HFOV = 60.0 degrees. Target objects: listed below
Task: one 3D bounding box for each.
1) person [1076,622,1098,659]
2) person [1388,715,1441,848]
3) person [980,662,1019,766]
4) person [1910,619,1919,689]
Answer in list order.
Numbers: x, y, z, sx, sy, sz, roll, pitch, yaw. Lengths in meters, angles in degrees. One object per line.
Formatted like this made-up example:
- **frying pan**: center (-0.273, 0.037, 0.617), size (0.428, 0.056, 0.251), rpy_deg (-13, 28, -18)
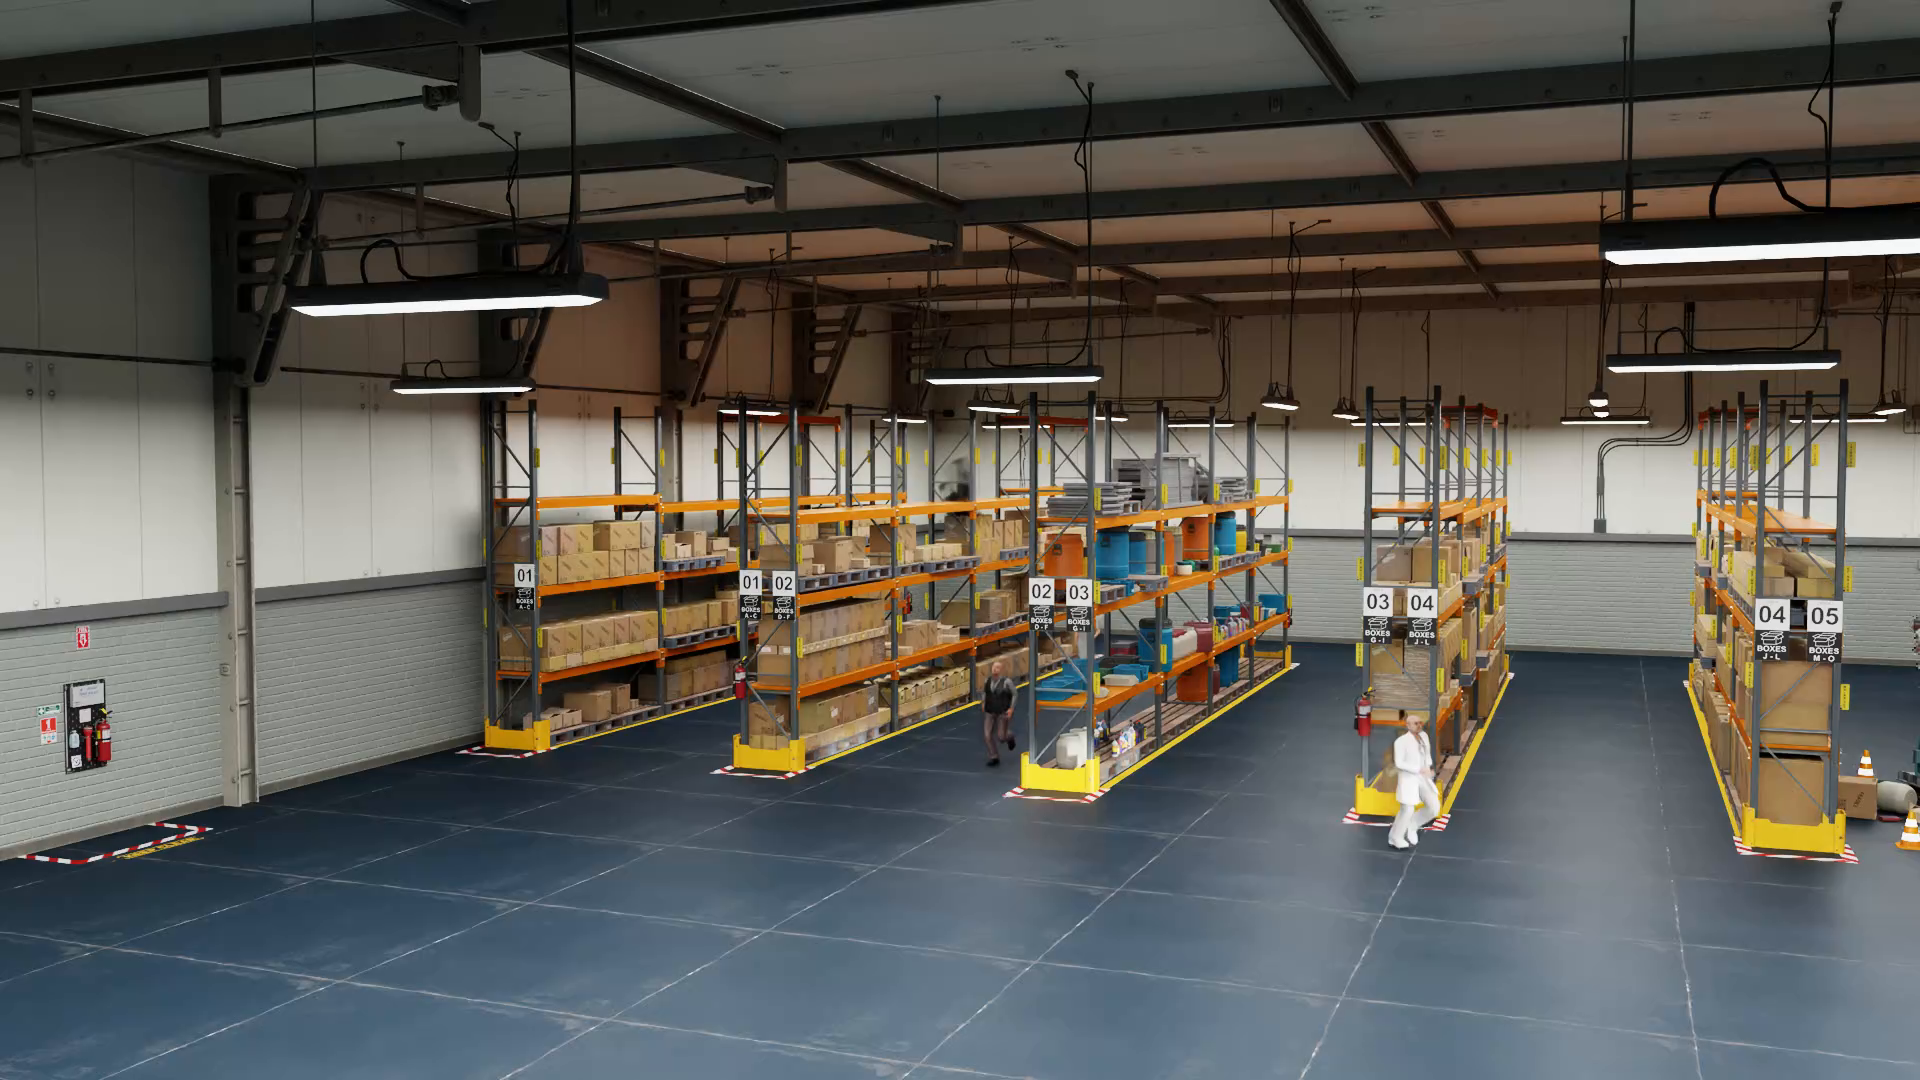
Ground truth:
- **person**: center (2.598, 2.280, 34.574), size (0.521, 1.340, 0.482), rpy_deg (1, 3, 20)
- **person**: center (5.801, 3.078, 21.133), size (0.729, 1.730, 0.822), rpy_deg (-1, 3, -25)
- **person**: center (0.629, 2.833, 27.277), size (0.677, 1.669, 0.645), rpy_deg (1, 3, 23)
- **person**: center (21.054, 2.482, 35.918), size (0.938, 1.533, 0.535), rpy_deg (2, 3, 30)
